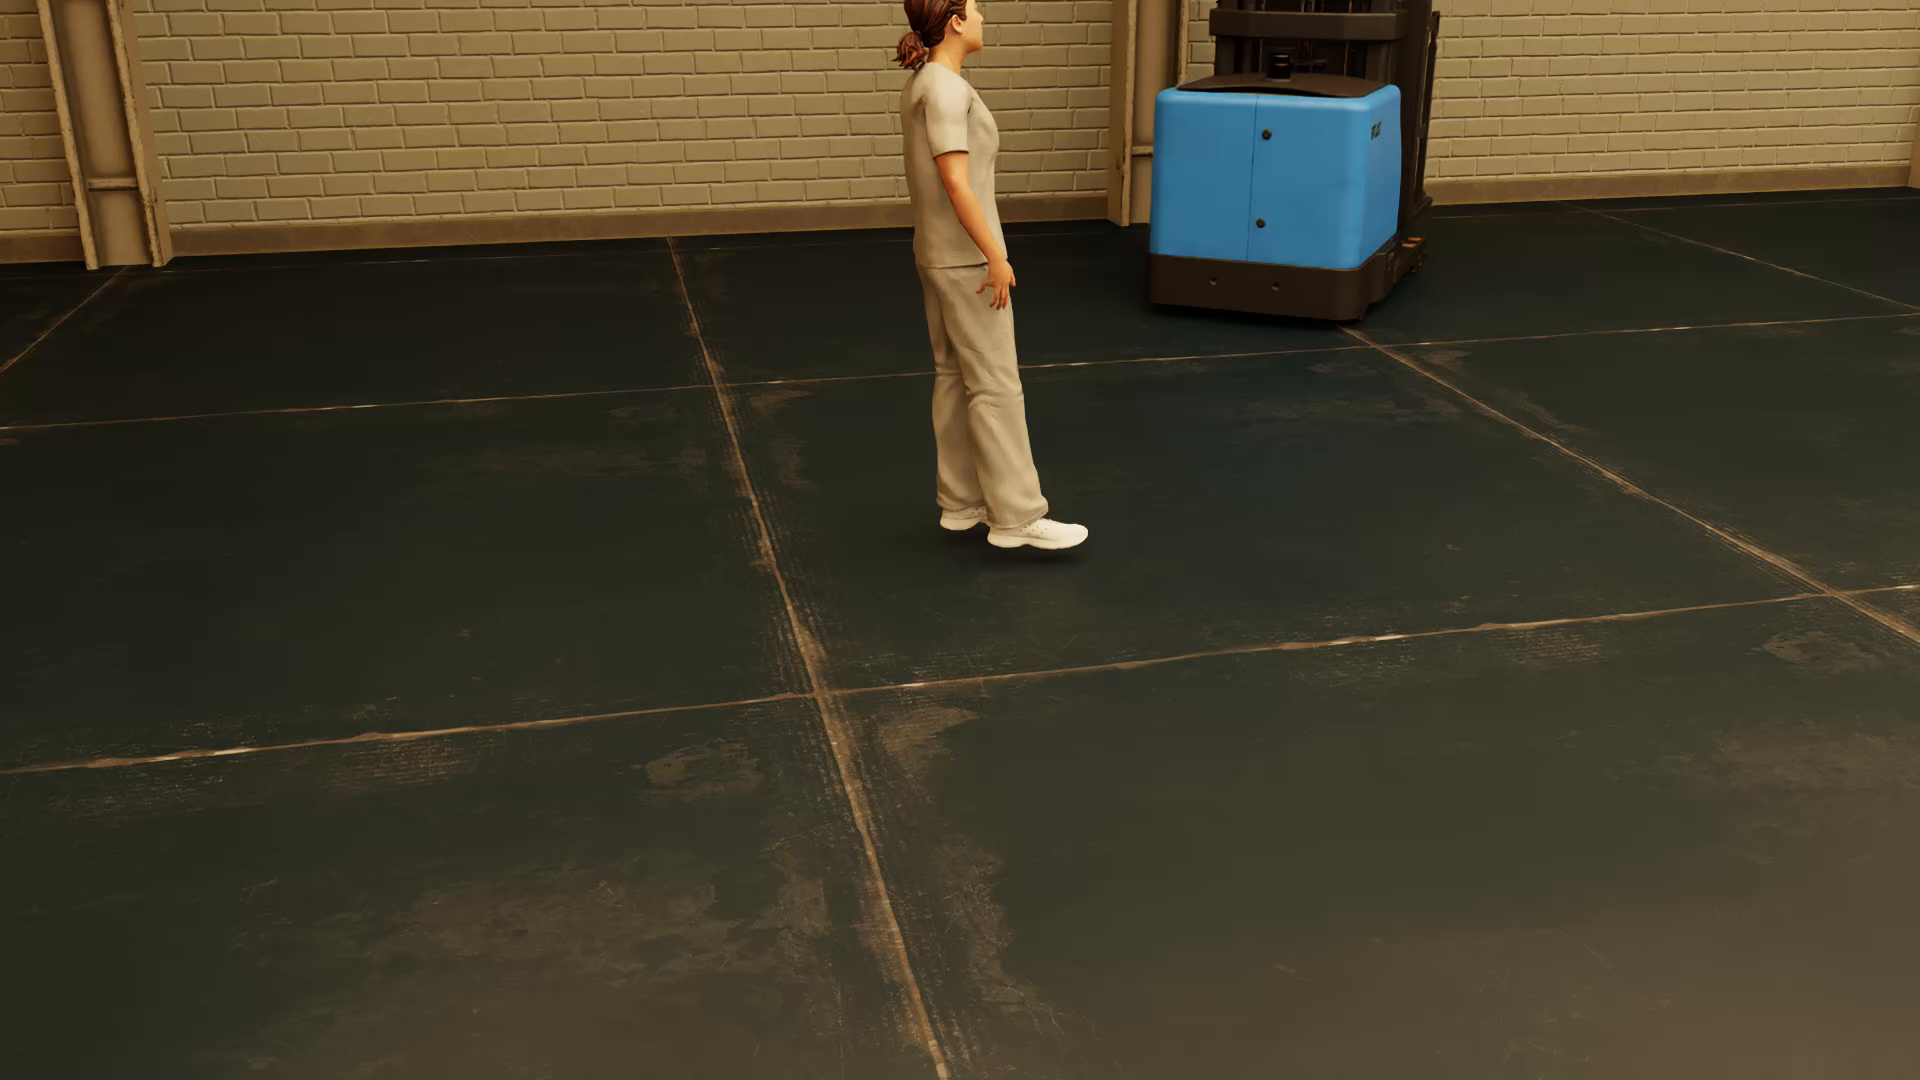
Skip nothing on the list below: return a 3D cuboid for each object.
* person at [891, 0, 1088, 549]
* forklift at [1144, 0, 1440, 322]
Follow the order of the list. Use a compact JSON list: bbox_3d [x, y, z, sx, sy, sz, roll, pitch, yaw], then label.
[{"bbox_3d":[0.074,-0.828,4.985,0.549,1.675,0.549,-5,21,-12],"label":"person"},{"bbox_3d":[1.967,-2.886,8.741,1.130,2.935,3.031,9,23,22],"label":"forklift"}]
